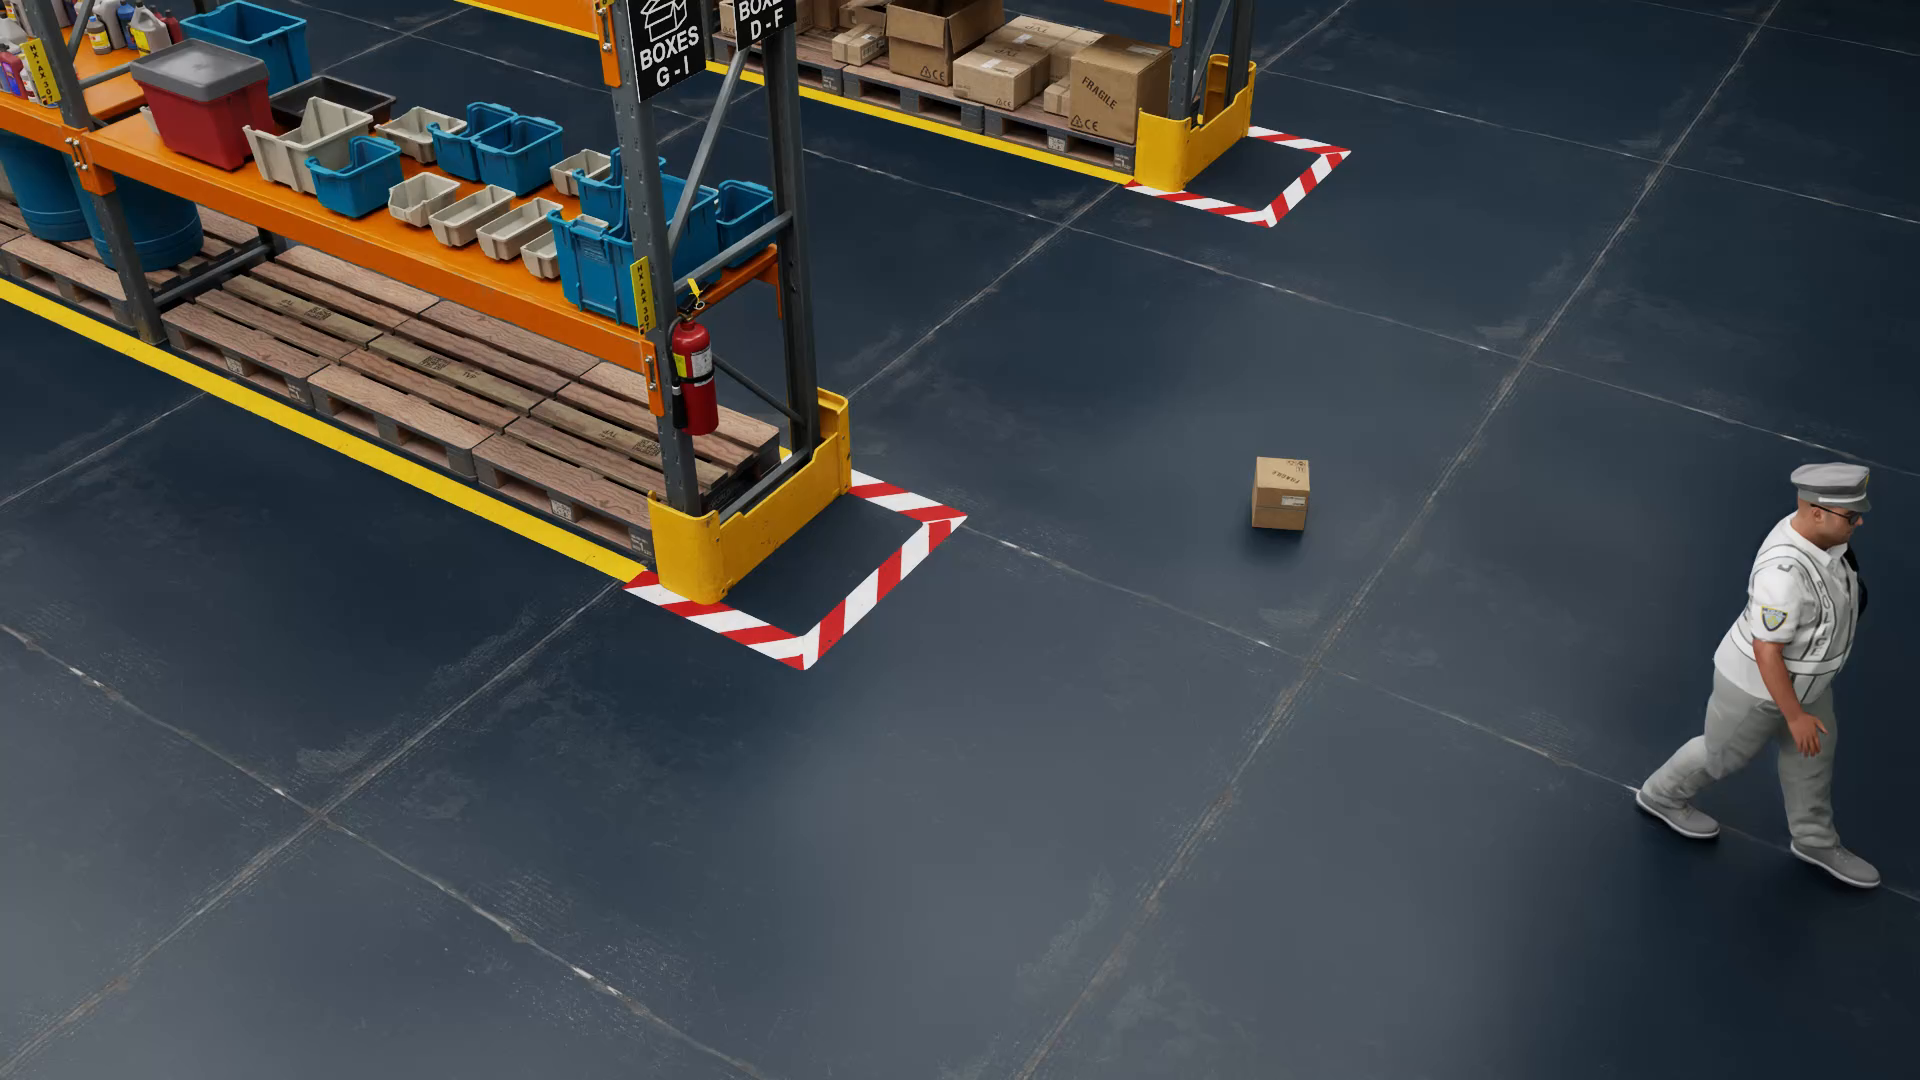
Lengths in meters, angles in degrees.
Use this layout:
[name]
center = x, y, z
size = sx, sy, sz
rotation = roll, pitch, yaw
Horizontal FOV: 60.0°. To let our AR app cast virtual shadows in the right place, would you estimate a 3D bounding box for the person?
[person]
center = 3.077, 0.539, 5.974
size = 0.591, 1.737, 0.880
rotation = -31, 48, -33
